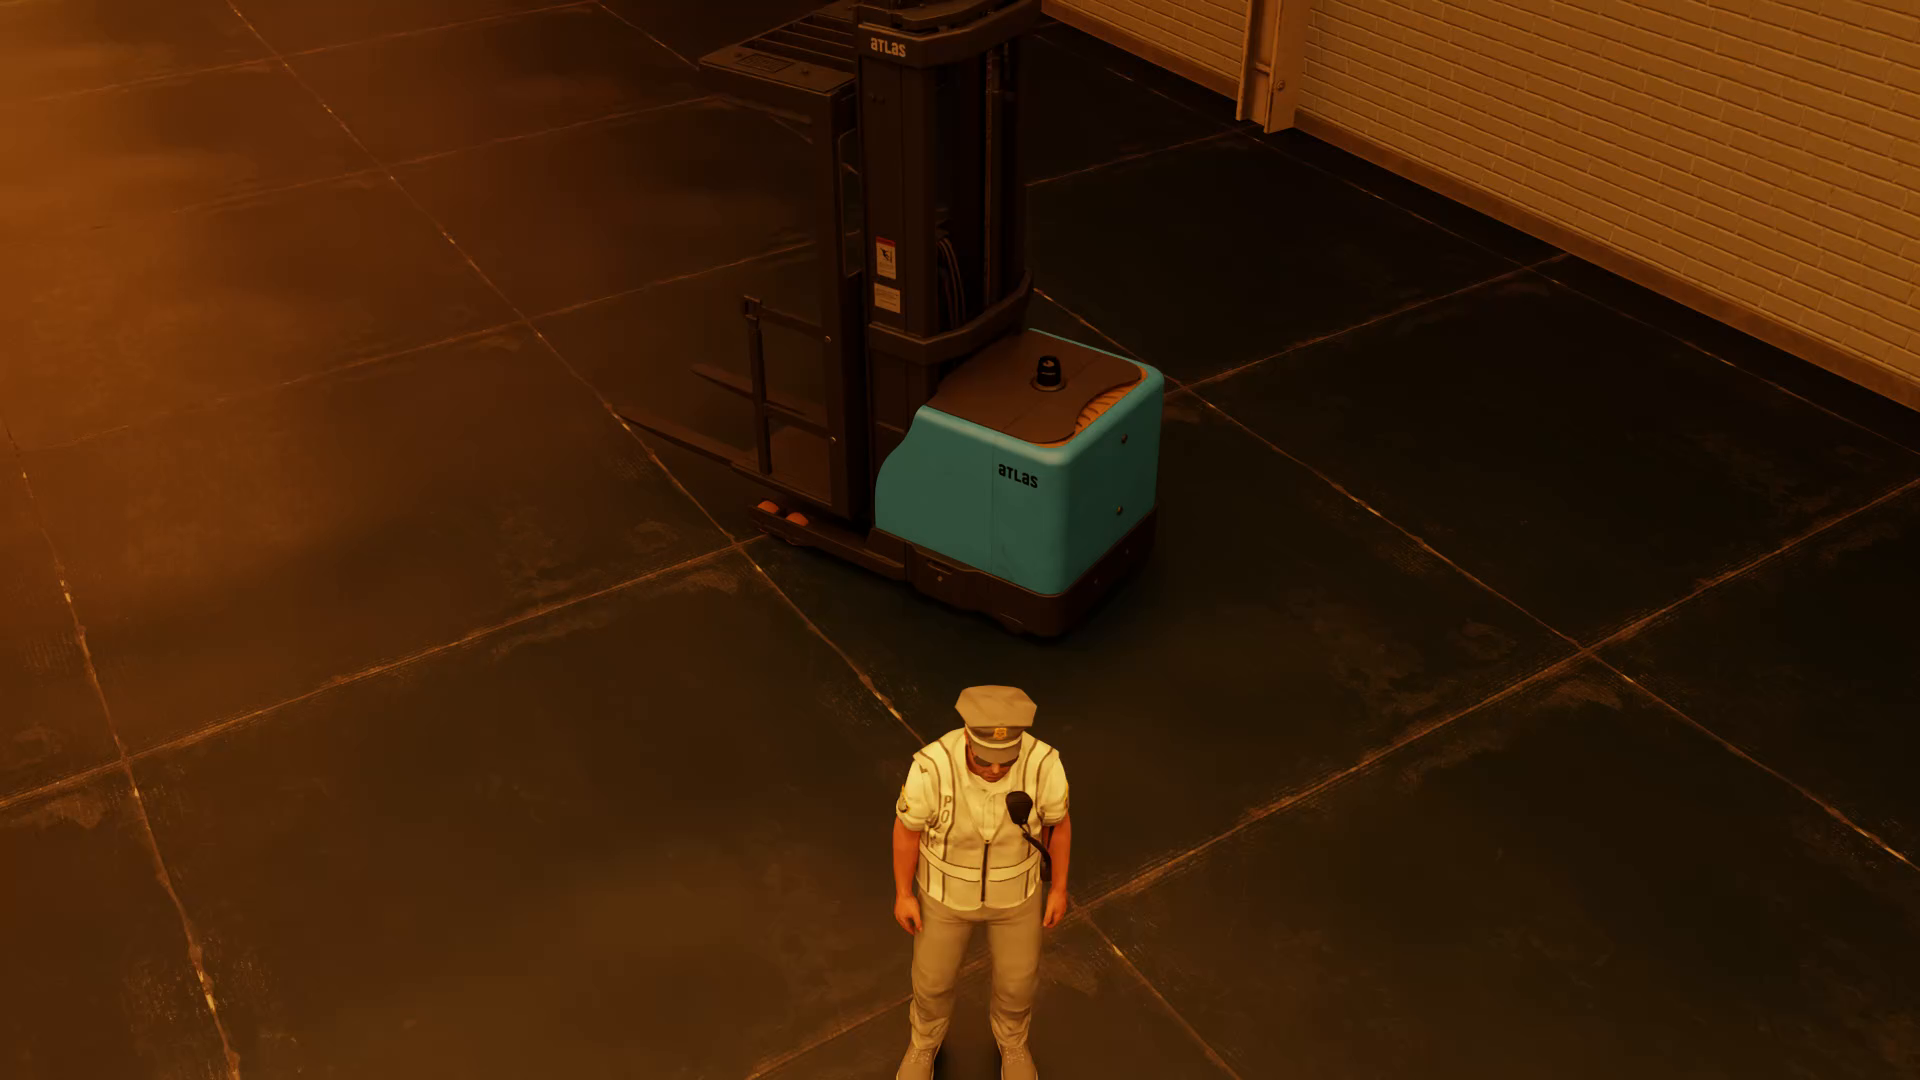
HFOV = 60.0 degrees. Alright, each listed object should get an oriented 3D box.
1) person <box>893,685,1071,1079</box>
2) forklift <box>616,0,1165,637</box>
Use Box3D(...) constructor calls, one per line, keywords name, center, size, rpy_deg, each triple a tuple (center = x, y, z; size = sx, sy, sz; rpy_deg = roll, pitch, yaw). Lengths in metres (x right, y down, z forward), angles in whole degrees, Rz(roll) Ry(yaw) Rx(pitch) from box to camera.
Box3D(name="person", center=(0.067, 1.151, 5.538), size=(0.600, 1.747, 0.443), rpy_deg=(-2, 35, -2))
Box3D(name="forklift", center=(-0.500, -1.399, 8.138), size=(3.031, 2.935, 1.130), rpy_deg=(22, 41, 28))
